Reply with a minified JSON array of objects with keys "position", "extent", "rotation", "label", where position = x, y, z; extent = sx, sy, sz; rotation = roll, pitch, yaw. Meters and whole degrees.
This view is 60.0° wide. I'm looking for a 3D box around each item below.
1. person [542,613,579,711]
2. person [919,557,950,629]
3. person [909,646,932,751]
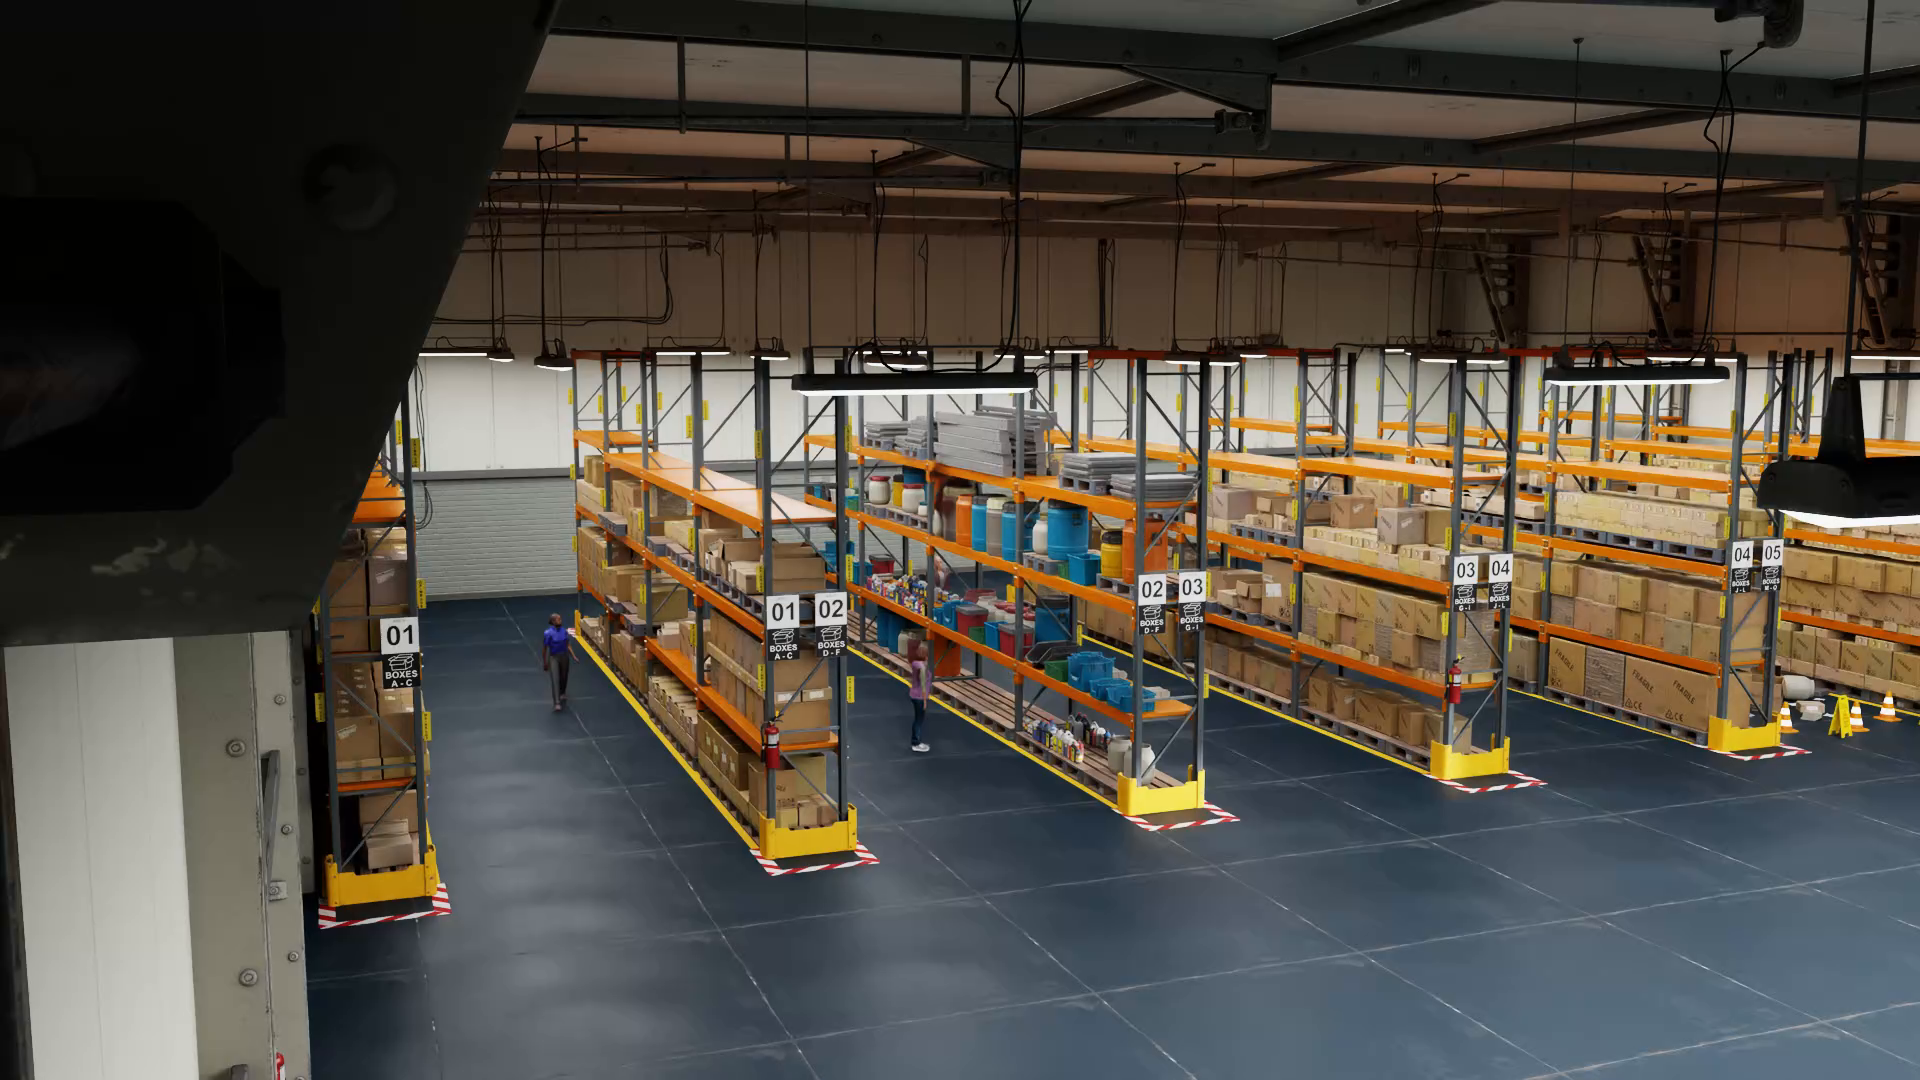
[{"position":[-6.787,2.027,28.216],"extent":[0.592,1.603,0.975],"rotation":[-3,8,-21],"label":"person"},{"position":[-0.437,1.216,34.300],"extent":[0.677,1.734,1.084],"rotation":[-5,8,-33],"label":"person"},{"position":[-0.597,2.398,25.143],"extent":[0.321,1.607,0.431],"rotation":[-2,7,-16],"label":"person"}]
